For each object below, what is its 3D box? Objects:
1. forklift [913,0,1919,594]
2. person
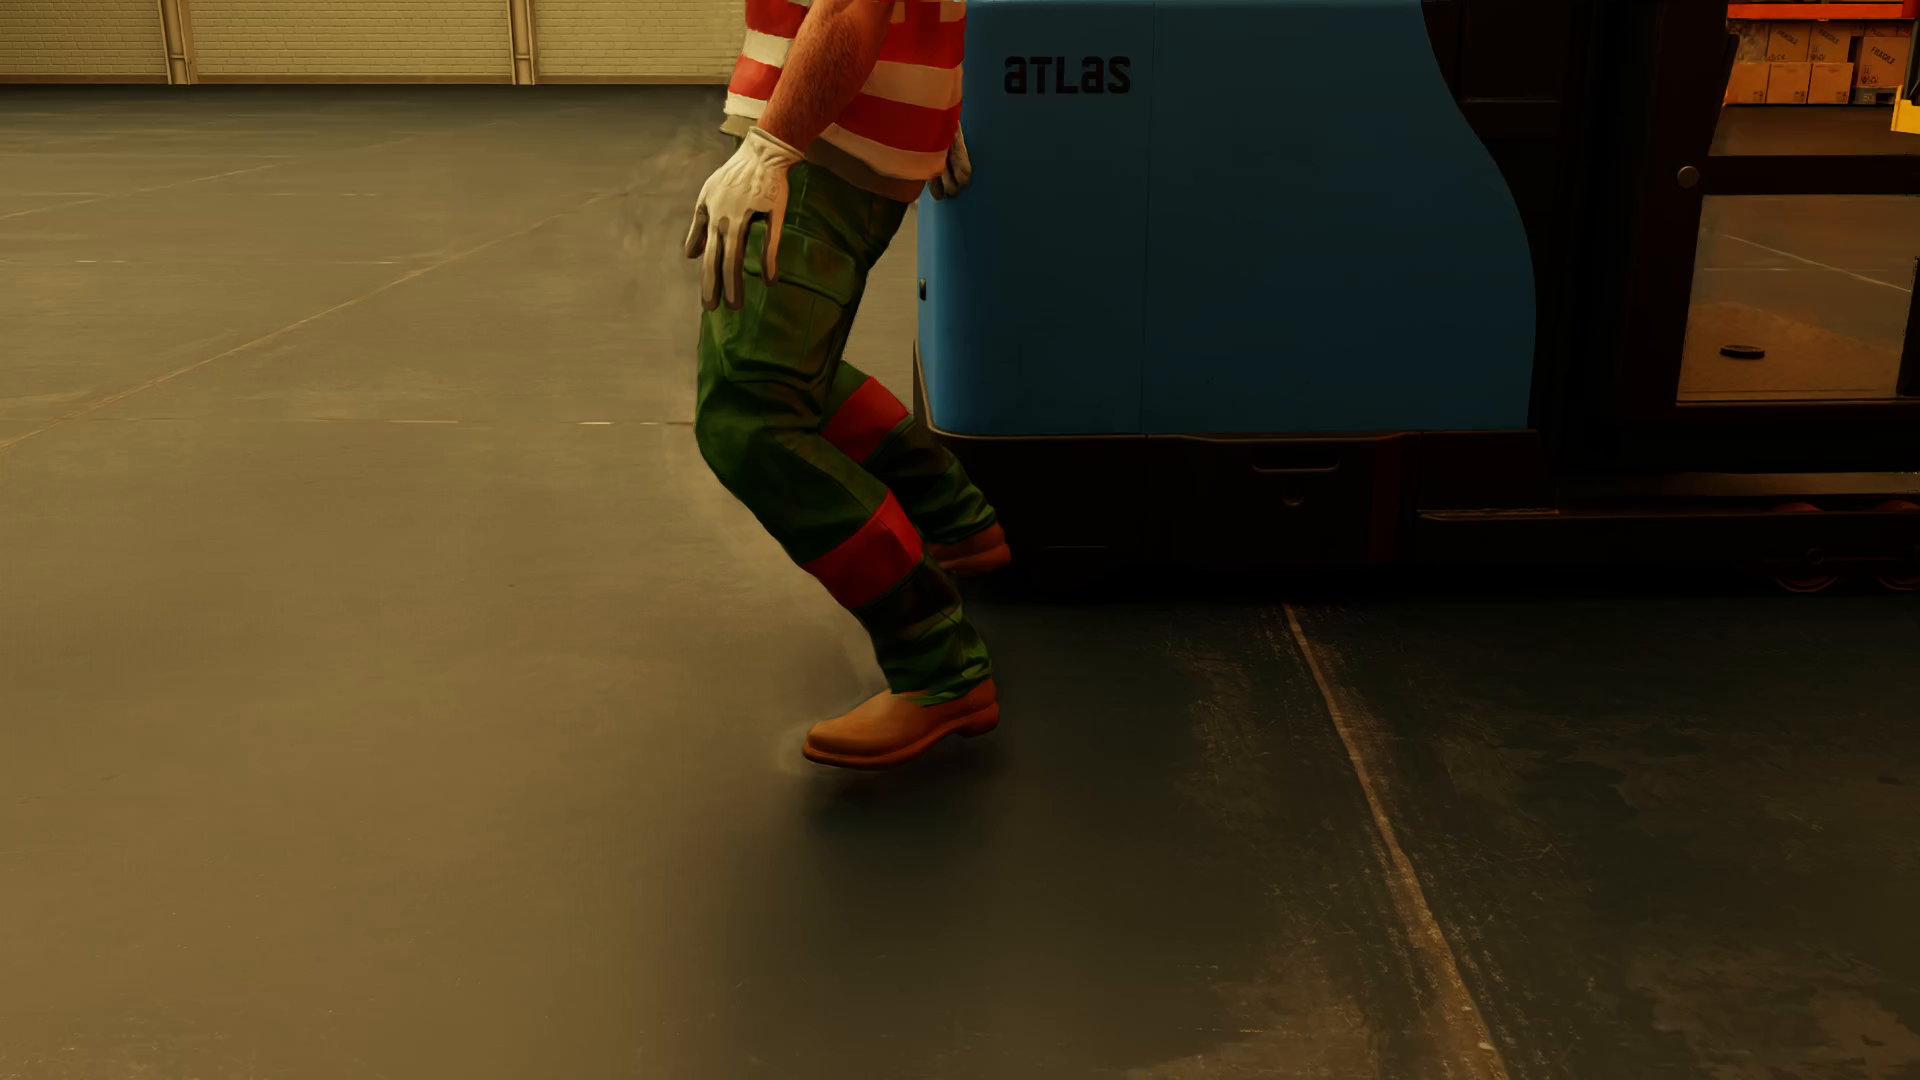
[{"bbox_3d":[1.431,-1.458,3.124,3.031,2.935,1.130,-1,17,-3],"label":"forklift"},{"bbox_3d":[-0.171,-0.591,2.363,0.502,1.660,0.935,2,17,6],"label":"person"}]
